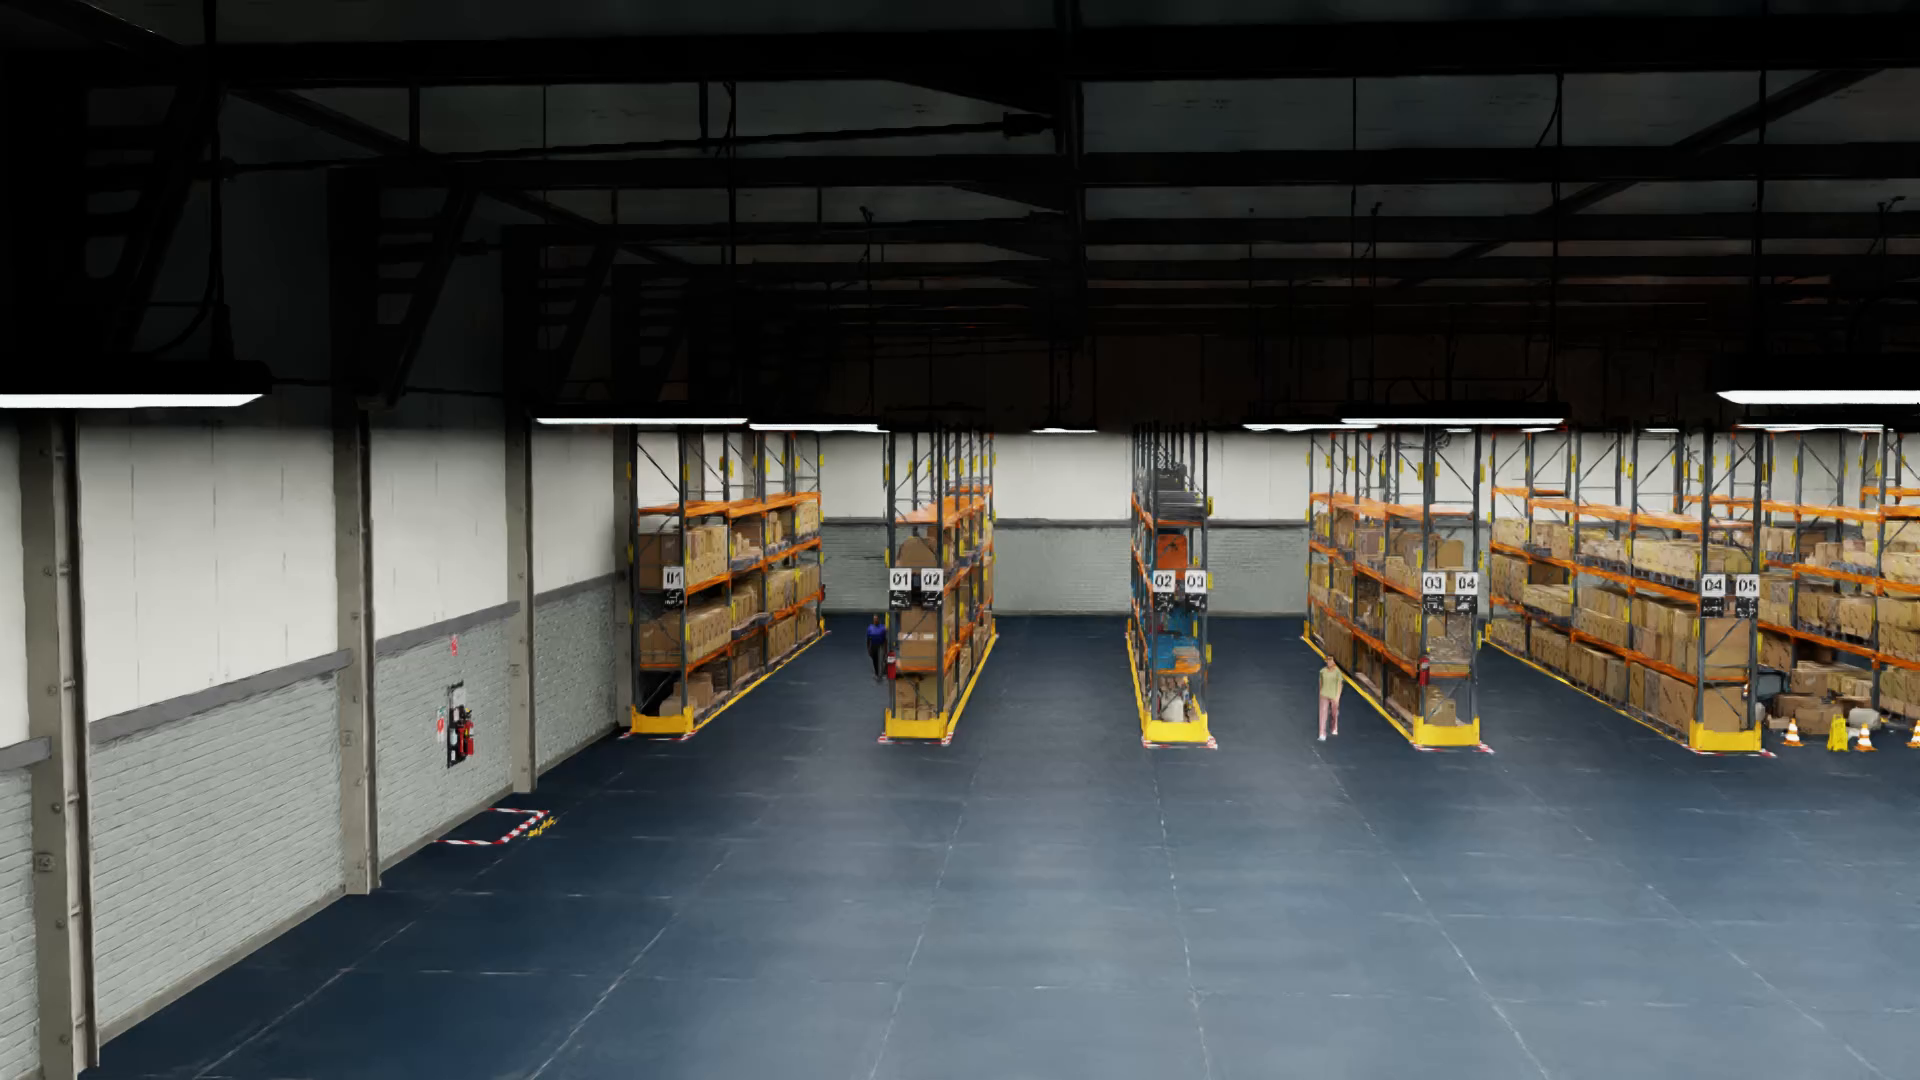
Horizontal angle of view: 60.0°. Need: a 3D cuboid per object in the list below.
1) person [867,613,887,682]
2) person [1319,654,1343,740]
[{"bbox_3d":[-1.932,2.479,38.556,0.447,1.574,1.088,0,4,7],"label":"person"},{"bbox_3d":[6.958,2.929,31.217,0.447,1.603,1.019,1,4,14],"label":"person"}]
